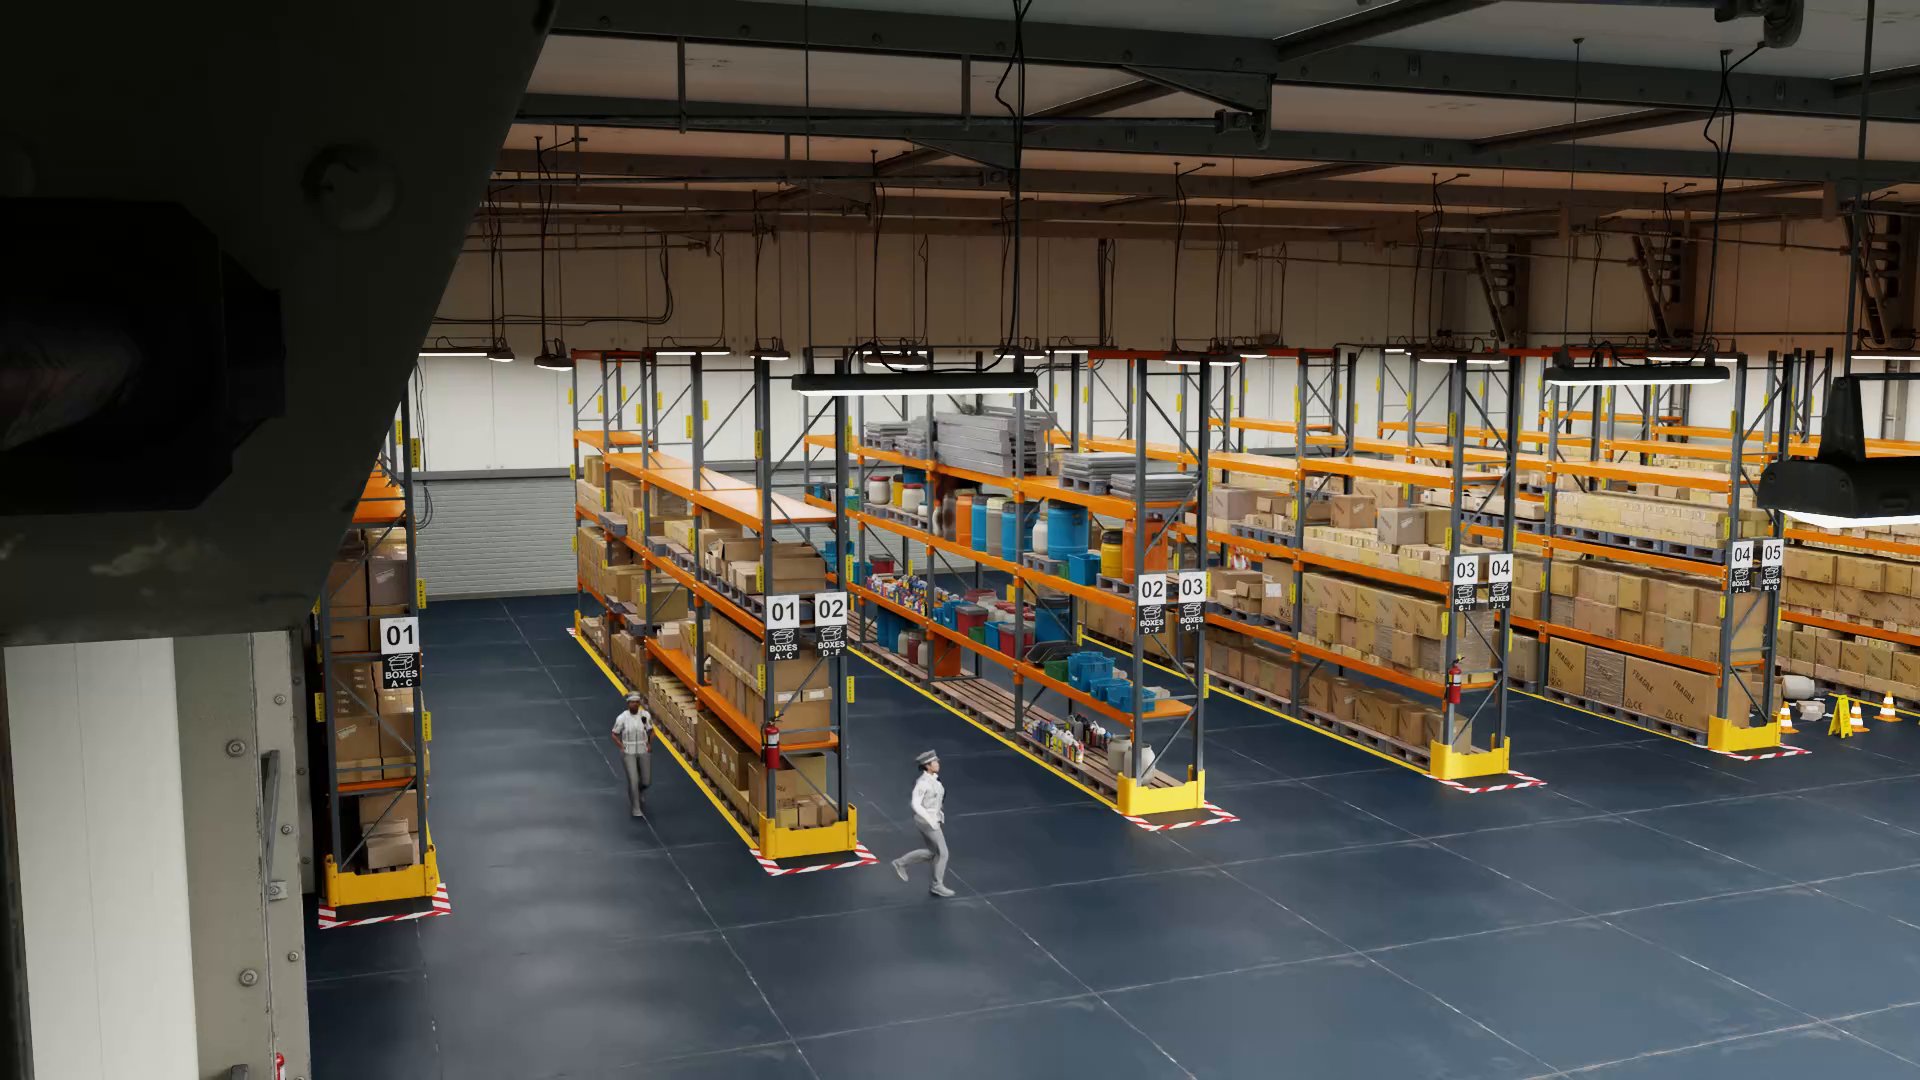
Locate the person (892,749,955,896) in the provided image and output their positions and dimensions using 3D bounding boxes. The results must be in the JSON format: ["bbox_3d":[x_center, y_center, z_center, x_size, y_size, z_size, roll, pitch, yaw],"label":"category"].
[{"bbox_3d":[-0.420,3.188,18.831,0.731,1.680,0.647,1,7,7],"label":"person"}]

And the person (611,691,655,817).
[{"bbox_3d":[-4.298,2.790,21.944,0.574,1.649,0.586,-3,8,-21],"label":"person"}]

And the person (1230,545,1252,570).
[{"bbox_3d":[6.065,0.953,36.342,0.630,1.768,0.722,-2,7,-12],"label":"person"}]
